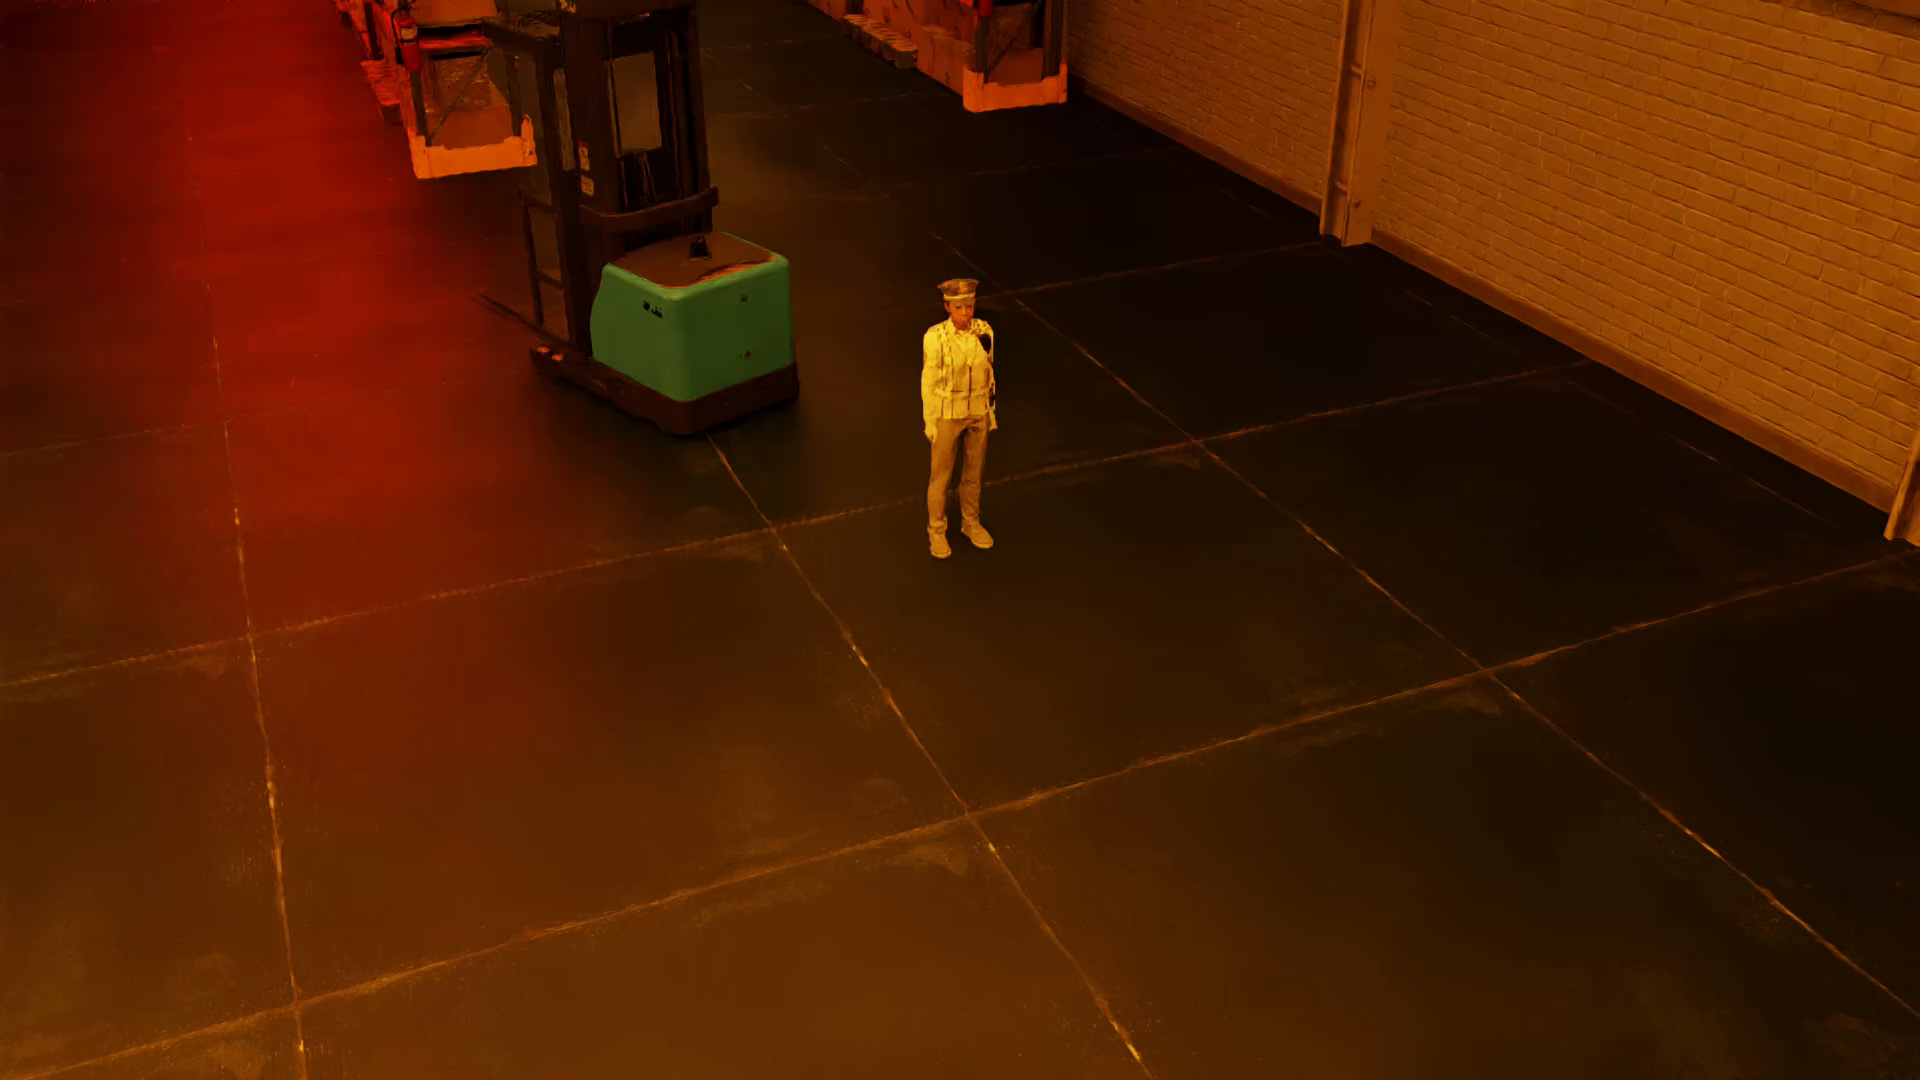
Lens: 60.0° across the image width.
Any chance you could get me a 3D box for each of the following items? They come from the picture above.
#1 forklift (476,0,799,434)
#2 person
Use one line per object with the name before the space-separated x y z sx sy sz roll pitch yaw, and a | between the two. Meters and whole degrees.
forklift | -2.520 -2.621 11.703 1.130 2.935 3.031 -25 38 -37
person | 0.007 -0.725 9.643 0.463 1.692 0.337 -12 32 -20
